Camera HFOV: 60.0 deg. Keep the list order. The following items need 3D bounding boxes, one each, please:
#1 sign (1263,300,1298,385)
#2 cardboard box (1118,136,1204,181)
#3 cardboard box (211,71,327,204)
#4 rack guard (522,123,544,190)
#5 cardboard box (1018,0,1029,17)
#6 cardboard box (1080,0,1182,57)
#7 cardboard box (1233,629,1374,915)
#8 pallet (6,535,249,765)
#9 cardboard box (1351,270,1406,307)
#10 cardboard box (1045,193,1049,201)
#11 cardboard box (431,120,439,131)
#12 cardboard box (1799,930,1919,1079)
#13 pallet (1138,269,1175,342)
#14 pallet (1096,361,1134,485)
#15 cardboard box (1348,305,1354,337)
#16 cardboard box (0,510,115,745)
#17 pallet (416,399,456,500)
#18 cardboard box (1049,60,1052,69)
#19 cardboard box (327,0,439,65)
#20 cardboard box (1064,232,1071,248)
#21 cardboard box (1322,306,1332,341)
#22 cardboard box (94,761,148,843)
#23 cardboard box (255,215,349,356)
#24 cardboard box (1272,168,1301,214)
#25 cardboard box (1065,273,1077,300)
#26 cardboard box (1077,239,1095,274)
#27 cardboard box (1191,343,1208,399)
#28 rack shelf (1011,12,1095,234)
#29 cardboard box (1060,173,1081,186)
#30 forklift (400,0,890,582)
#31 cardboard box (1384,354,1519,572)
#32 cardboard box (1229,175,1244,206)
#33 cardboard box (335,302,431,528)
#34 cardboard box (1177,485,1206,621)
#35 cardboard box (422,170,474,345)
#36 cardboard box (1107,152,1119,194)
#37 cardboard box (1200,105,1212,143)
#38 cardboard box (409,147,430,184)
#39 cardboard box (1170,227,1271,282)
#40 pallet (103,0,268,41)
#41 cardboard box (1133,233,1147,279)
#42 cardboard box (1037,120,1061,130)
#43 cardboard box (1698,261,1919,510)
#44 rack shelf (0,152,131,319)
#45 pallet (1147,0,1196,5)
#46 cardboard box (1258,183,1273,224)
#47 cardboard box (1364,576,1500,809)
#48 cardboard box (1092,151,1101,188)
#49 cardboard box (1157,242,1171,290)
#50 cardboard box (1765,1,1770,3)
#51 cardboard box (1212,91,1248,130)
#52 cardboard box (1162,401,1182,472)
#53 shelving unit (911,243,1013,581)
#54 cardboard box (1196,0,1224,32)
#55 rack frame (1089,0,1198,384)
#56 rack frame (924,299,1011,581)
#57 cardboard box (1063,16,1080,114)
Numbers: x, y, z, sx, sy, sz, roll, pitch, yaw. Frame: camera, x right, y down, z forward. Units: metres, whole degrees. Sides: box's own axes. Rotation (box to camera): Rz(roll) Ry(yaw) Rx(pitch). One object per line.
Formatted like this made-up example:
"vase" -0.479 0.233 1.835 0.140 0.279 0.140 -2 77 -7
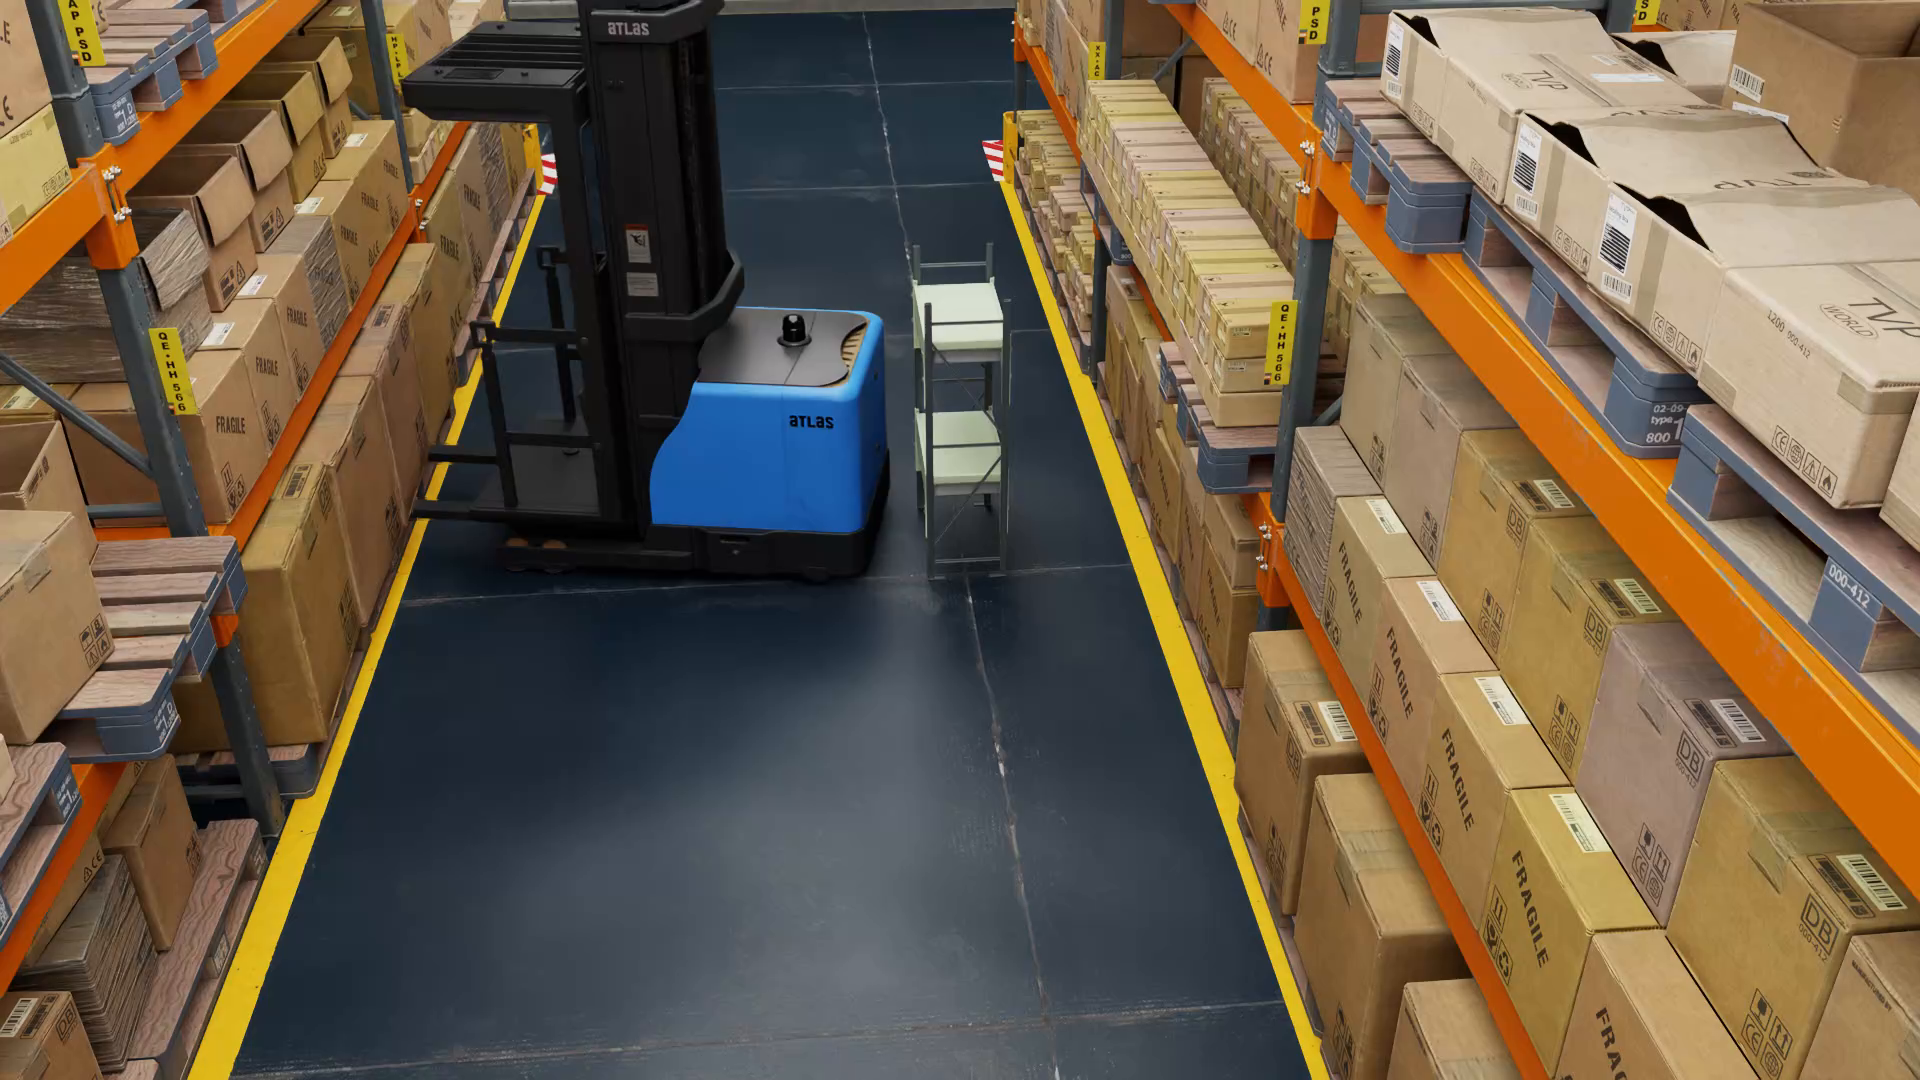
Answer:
"sign" 1.150 -0.704 5.952 0.100 0.325 0.005 -3 31 -5
"cardboard box" 0.994 -1.888 8.240 0.380 0.149 0.250 -3 31 -5
"cardboard box" -3.511 -1.925 7.972 0.797 0.503 0.637 -2 31 -4
"rack guard" -4.008 -3.109 13.468 1.175 0.500 0.348 -3 31 -5
"cardboard box" 0.709 -4.285 12.610 0.500 0.500 0.500 -1 31 -2
"cardboard box" 1.003 -3.141 9.721 0.500 0.500 0.500 -4 31 -6
"cardboard box" 1.657 0.829 6.222 1.050 0.750 0.750 -3 31 -5
"pallet" -3.085 0.355 5.417 1.213 0.211 1.003 -3 31 -5
"cardboard box" 1.812 -0.982 6.724 0.380 0.149 0.250 -4 31 -6
"cardboard box" 0.842 -2.512 12.401 0.380 0.149 0.250 -3 31 -4
"cardboard box" -3.456 -2.698 10.198 0.500 0.250 0.500 -3 31 -5
"cardboard box" 2.011 1.045 3.003 0.700 0.500 0.500 -3 31 -5
"pallet" 1.464 -1.198 8.018 1.003 0.211 1.213 -3 31 -5
"pallet" 1.390 -0.720 9.749 1.003 0.211 1.213 -3 31 -5
"cardboard box" 1.817 -0.867 6.822 0.380 0.149 0.250 -1 31 -2
"cardboard box" -3.016 0.245 4.908 0.700 0.500 0.500 2 31 3
"pallet" -3.485 -0.541 9.449 1.003 0.211 1.213 -3 31 -5
"cardboard box" 0.839 -3.407 11.773 0.380 0.149 0.250 -3 31 -6
"cardboard box" -3.460 -3.022 10.009 0.500 0.500 0.500 -3 31 -5
"cardboard box" 0.921 -2.079 11.386 0.380 0.149 0.250 -2 31 -3
"cardboard box" 1.771 -0.995 7.326 0.380 0.149 0.250 -1 31 -2
"cardboard box" -3.166 0.817 5.734 0.500 0.250 0.500 -2 31 -3
"cardboard box" -3.179 -1.170 7.686 0.500 0.500 0.500 -3 31 -4
"cardboard box" 1.695 -1.643 7.832 0.380 0.149 0.250 -3 31 -5
"cardboard box" 0.910 -1.723 11.080 0.380 0.149 0.250 -4 31 -6
"cardboard box" 0.960 -1.824 10.668 0.380 0.149 0.250 -2 31 -4
"cardboard box" 1.164 -0.701 6.834 0.380 0.149 0.250 -3 31 -5
"rack shelf" 1.129 -3.026 11.593 1.077 0.370 4.000 -3 31 -5
"cardboard box" 0.914 -2.490 11.783 0.380 0.149 0.250 -3 31 -4
"forklift" -1.932 -1.355 8.161 3.031 2.935 1.130 3 31 5
"cardboard box" 1.770 -0.256 5.181 0.700 0.500 0.500 -3 31 -5
"cardboard box" 1.619 -1.805 8.683 0.380 0.149 0.250 -4 31 -7
"cardboard box" -3.468 -0.614 8.516 1.225 0.875 0.875 -4 31 -6
"cardboard box" 1.323 0.032 7.799 0.500 0.500 0.500 -2 31 -3
"cardboard box" -3.614 -1.737 10.395 0.875 0.875 0.875 -3 31 -5
"cardboard box" 0.970 -1.894 8.542 0.380 0.149 0.250 -4 31 -7
"cardboard box" 1.550 -2.321 9.255 0.380 0.149 0.250 -2 31 -3
"cardboard box" -3.328 -2.187 9.732 0.380 0.149 0.250 -3 31 -4
"cardboard box" 1.113 -1.226 7.133 0.380 0.149 0.250 -2 31 -3
"pallet" -3.479 -2.190 6.750 1.003 0.211 1.213 -1 31 -2
"cardboard box" 1.042 -1.368 7.951 0.380 0.149 0.250 -4 31 -7
"cardboard box" 0.798 -3.149 12.888 0.380 0.149 0.250 -2 31 -4
"cardboard box" 1.729 -0.296 3.035 0.500 0.250 0.500 -3 31 -5
"rack shelf" -3.071 -0.044 3.674 1.077 0.370 4.000 -3 31 -5
"pallet" 1.367 -2.672 7.556 1.213 0.211 1.003 -3 31 -5
"cardboard box" 1.676 -1.648 8.129 0.380 0.149 0.250 -3 31 -4
"cardboard box" 1.560 0.444 4.984 0.500 0.500 0.500 -3 31 -5
"cardboard box" 0.926 -2.022 9.046 0.380 0.149 0.250 -2 31 -4
"cardboard box" 1.092 -1.228 7.426 0.380 0.149 0.250 -3 31 -5
"cardboard box" 5.822 -3.389 11.401 0.500 0.500 0.500 -3 31 -5
"cardboard box" 1.574 -2.309 8.946 0.380 0.149 0.250 -4 31 -6
"cardboard box" 1.275 -0.555 8.051 0.500 0.250 0.500 -2 31 -3
"shelving unit" 0.001 -0.640 8.360 0.431 1.500 0.755 -3 31 -5
"cardboard box" 1.281 -2.392 6.807 0.500 0.500 0.500 -3 31 -5
"rack frame" 1.316 -2.314 9.699 1.000 3.000 0.127 -3 31 -5
"rack frame" 0.035 -0.454 8.047 0.400 1.500 0.023 -3 31 -5
"cardboard box" 0.942 -2.983 10.432 0.500 0.500 0.500 -4 31 -6
